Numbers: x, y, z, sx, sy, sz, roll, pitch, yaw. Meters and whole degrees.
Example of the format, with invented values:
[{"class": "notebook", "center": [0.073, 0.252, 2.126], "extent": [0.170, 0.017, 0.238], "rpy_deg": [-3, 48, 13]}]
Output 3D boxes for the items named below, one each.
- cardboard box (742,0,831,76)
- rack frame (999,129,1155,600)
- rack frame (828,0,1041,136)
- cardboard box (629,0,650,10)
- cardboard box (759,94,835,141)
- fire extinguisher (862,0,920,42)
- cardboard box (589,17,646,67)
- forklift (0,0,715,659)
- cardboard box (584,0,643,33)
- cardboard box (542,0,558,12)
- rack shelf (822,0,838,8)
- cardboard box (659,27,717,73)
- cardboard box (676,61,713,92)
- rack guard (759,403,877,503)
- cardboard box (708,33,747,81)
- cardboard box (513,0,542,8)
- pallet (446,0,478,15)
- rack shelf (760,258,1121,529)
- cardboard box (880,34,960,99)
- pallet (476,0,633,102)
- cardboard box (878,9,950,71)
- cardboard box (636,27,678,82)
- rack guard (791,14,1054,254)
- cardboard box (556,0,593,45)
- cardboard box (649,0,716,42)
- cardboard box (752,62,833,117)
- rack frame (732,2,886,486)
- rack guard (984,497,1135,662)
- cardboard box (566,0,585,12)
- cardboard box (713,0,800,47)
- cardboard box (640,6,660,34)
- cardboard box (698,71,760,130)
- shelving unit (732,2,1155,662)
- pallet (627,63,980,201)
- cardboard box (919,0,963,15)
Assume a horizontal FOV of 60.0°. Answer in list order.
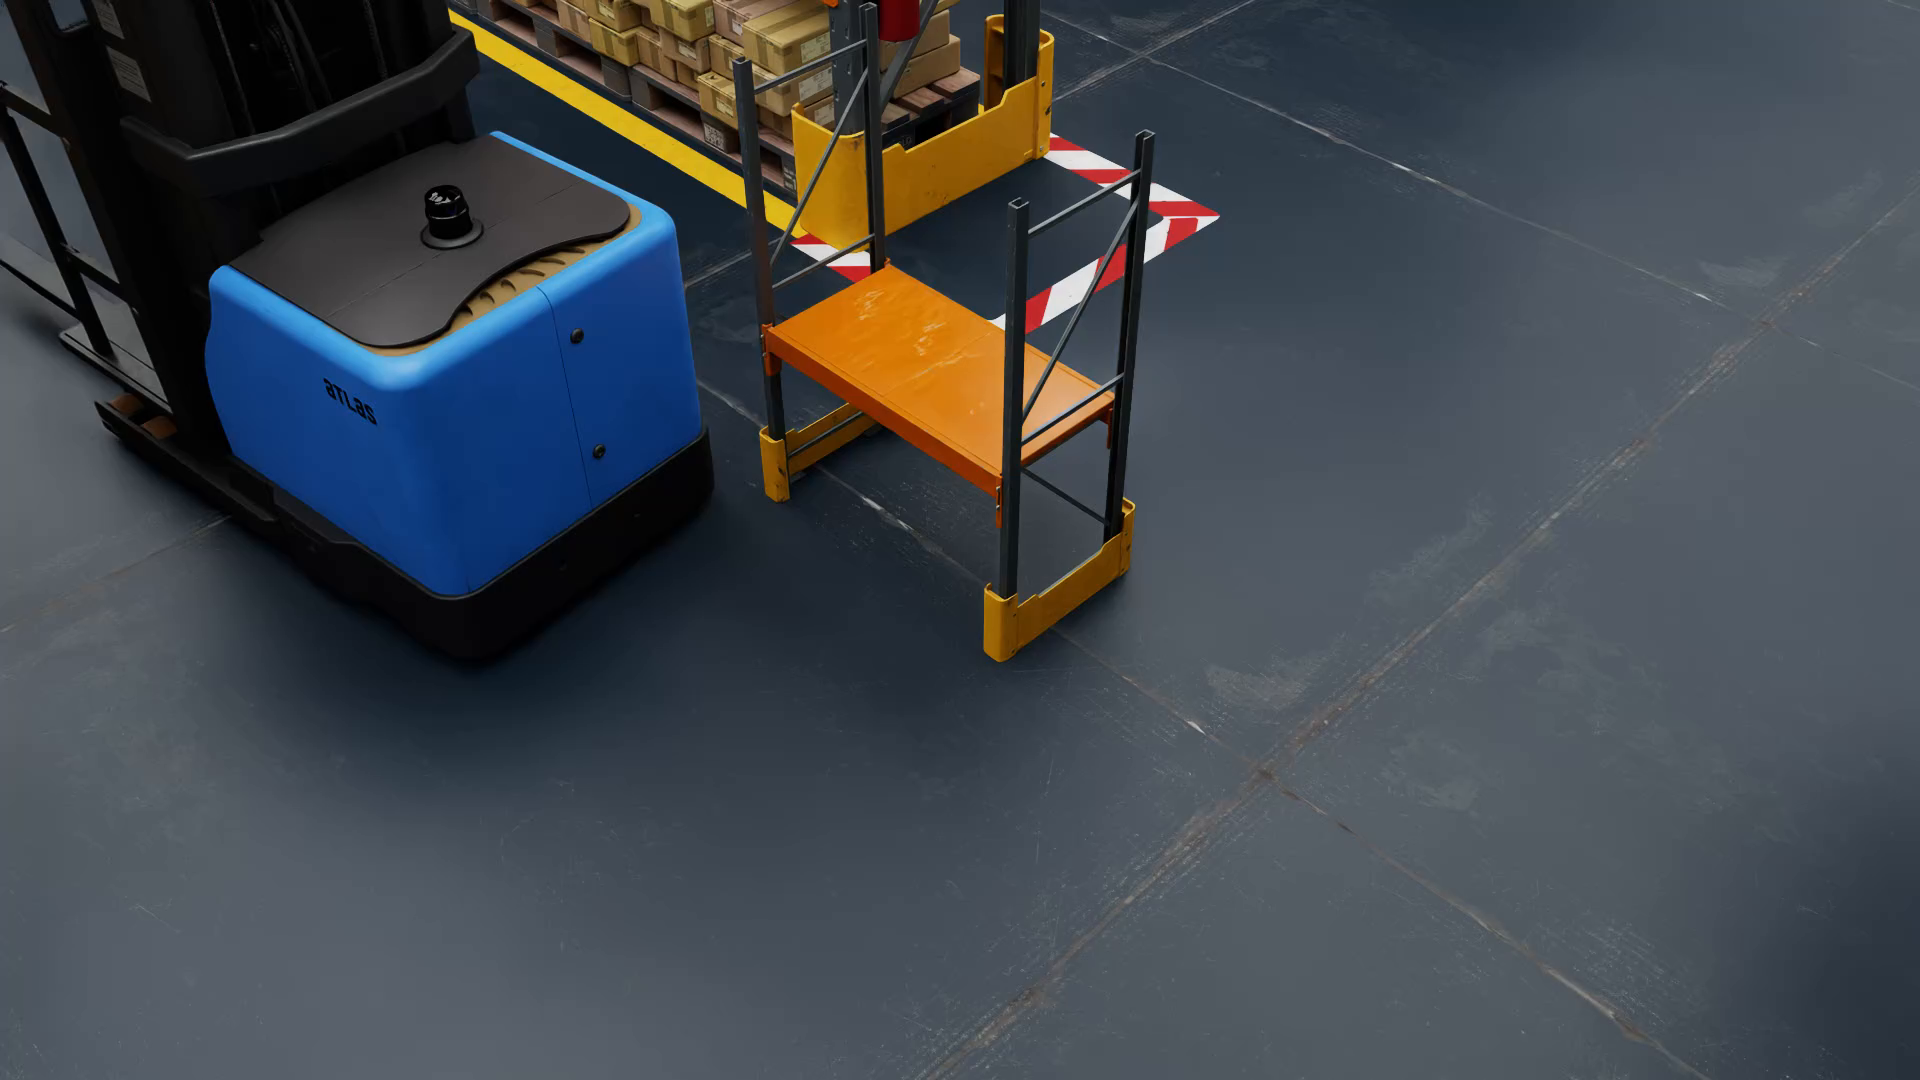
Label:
[{"class": "cardboard box", "center": [-0.628, -1.980, 6.535], "extent": [0.380, 0.149, 0.250], "rpy_deg": [-33, 52, -31]}, {"class": "rack frame", "center": [0.299, -0.348, 4.521], "extent": [0.500, 1.500, 0.032], "rpy_deg": [-34, 53, -31]}, {"class": "rack frame", "center": [-0.075, -2.521, 5.768], "extent": [1.000, 3.000, 0.127], "rpy_deg": [-34, 53, -31]}, {"class": "cardboard box", "center": [-1.176, -2.347, 6.932], "extent": [0.250, 0.149, 0.380], "rpy_deg": [32, 52, 30]}, {"class": "cardboard box", "center": [-0.595, -1.782, 6.759], "extent": [0.380, 0.149, 0.250], "rpy_deg": [-33, 52, -31]}, {"class": "fire extinguisher", "center": [-0.224, -2.014, 5.551], "extent": [0.296, 0.674, 0.183], "rpy_deg": [-34, 53, -31]}, {"class": "cardboard box", "center": [-1.382, -2.230, 7.244], "extent": [0.250, 0.149, 0.380], "rpy_deg": [32, 51, 30]}, {"class": "forklift", "center": [-2.253, -1.572, 4.792], "extent": [3.031, 2.935, 1.130], "rpy_deg": [28, 50, 27]}, {"class": "cardboard box", "center": [-1.393, -2.346, 7.151], "extent": [0.380, 0.149, 0.250], "rpy_deg": [-33, 52, -31]}, {"class": "cardboard box", "center": [-1.686, -2.528, 7.567], "extent": [0.380, 0.149, 0.250], "rpy_deg": [-33, 52, -30]}, {"class": "rack shelf", "center": [-1.488, -3.218, 7.053], "extent": [1.077, 0.370, 4.000], "rpy_deg": [-34, 53, -31]}, {"class": "cardboard box", "center": [-1.018, -2.103, 6.888], "extent": [0.250, 0.149, 0.380], "rpy_deg": [32, 52, 30]}, {"class": "cardboard box", "center": [-0.973, -2.025, 7.022], "extent": [0.250, 0.149, 0.380], "rpy_deg": [34, 52, 31]}, {"class": "rack guard", "center": [-0.406, -0.368, 5.464], "extent": [0.587, 0.250, 0.087], "rpy_deg": [-34, 53, -31]}, {"class": "cardboard box", "center": [-0.796, -2.006, 6.783], "extent": [0.250, 0.149, 0.380], "rpy_deg": [33, 52, 31]}, {"class": "cardboard box", "center": [-1.925, -2.618, 7.664], "extent": [0.250, 0.149, 0.380], "rpy_deg": [33, 52, 30]}, {"class": "pallet", "center": [-2.401, -3.114, 8.464], "extent": [1.003, 0.211, 1.213], "rpy_deg": [-34, 53, -31]}, {"class": "rack shelf", "center": [-0.060, -0.460, 4.907], "extent": [0.538, 0.185, 1.000], "rpy_deg": [-34, 53, -31]}, {"class": "cardboard box", "center": [-0.219, -2.034, 7.032], "extent": [0.380, 0.149, 0.250], "rpy_deg": [-33, 52, -31]}, {"class": "pallet", "center": [-1.535, -2.527, 7.829], "extent": [1.003, 0.211, 1.213], "rpy_deg": [-34, 53, -31]}, {"class": "cardboard box", "center": [-0.263, -2.113, 6.898], "extent": [0.380, 0.149, 0.250], "rpy_deg": [-32, 51, -30]}, {"class": "cardboard box", "center": [-1.157, -2.137, 7.144], "extent": [0.380, 0.149, 0.250], "rpy_deg": [-34, 52, -31]}, {"class": "rack guard", "center": [-0.129, -1.640, 6.656], "extent": [1.175, 0.500, 0.348], "rpy_deg": [-34, 53, -31]}, {"class": "cardboard box", "center": [-1.560, -2.371, 7.397], "extent": [0.380, 0.149, 0.250], "rpy_deg": [-33, 52, -31]}, {"class": "cardboard box", "center": [-1.038, -2.192, 6.765], "extent": [0.250, 0.149, 0.380], "rpy_deg": [33, 52, 31]}, {"class": "cardboard box", "center": [-0.650, -1.855, 6.619], "extent": [0.250, 0.149, 0.380], "rpy_deg": [33, 52, 30]}, {"class": "rack frame", "center": [-0.419, -0.836, 5.050], "extent": [0.500, 1.500, 0.032], "rpy_deg": [-34, 53, -31]}, {"class": "rack guard", "center": [0.298, 0.111, 4.946], "extent": [0.587, 0.250, 0.087], "rpy_deg": [-34, 53, -31]}, {"class": "cardboard box", "center": [-1.561, -2.478, 7.294], "extent": [0.380, 0.149, 0.250], "rpy_deg": [-31, 51, -29]}, {"class": "cardboard box", "center": [-0.765, -2.128, 6.696], "extent": [0.380, 0.149, 0.250], "rpy_deg": [-33, 52, -31]}, {"class": "cardboard box", "center": [-1.135, -2.282, 7.081], "extent": [0.250, 0.149, 0.380], "rpy_deg": [34, 52, 31]}, {"class": "cardboard box", "center": [-0.848, -1.857, 6.840], "extent": [0.380, 0.149, 0.250], "rpy_deg": [-32, 52, -30]}, {"class": "shelving unit", "center": [-0.054, -0.587, 4.781], "extent": [0.587, 1.500, 1.083], "rpy_deg": [-34, 53, -31]}, {"class": "pallet", "center": [-0.678, -1.941, 7.195], "extent": [1.003, 0.211, 1.213], "rpy_deg": [-34, 53, -31]}, {"class": "cardboard box", "center": [-0.205, -2.262, 6.840], "extent": [0.250, 0.149, 0.380], "rpy_deg": [32, 51, 30]}]
